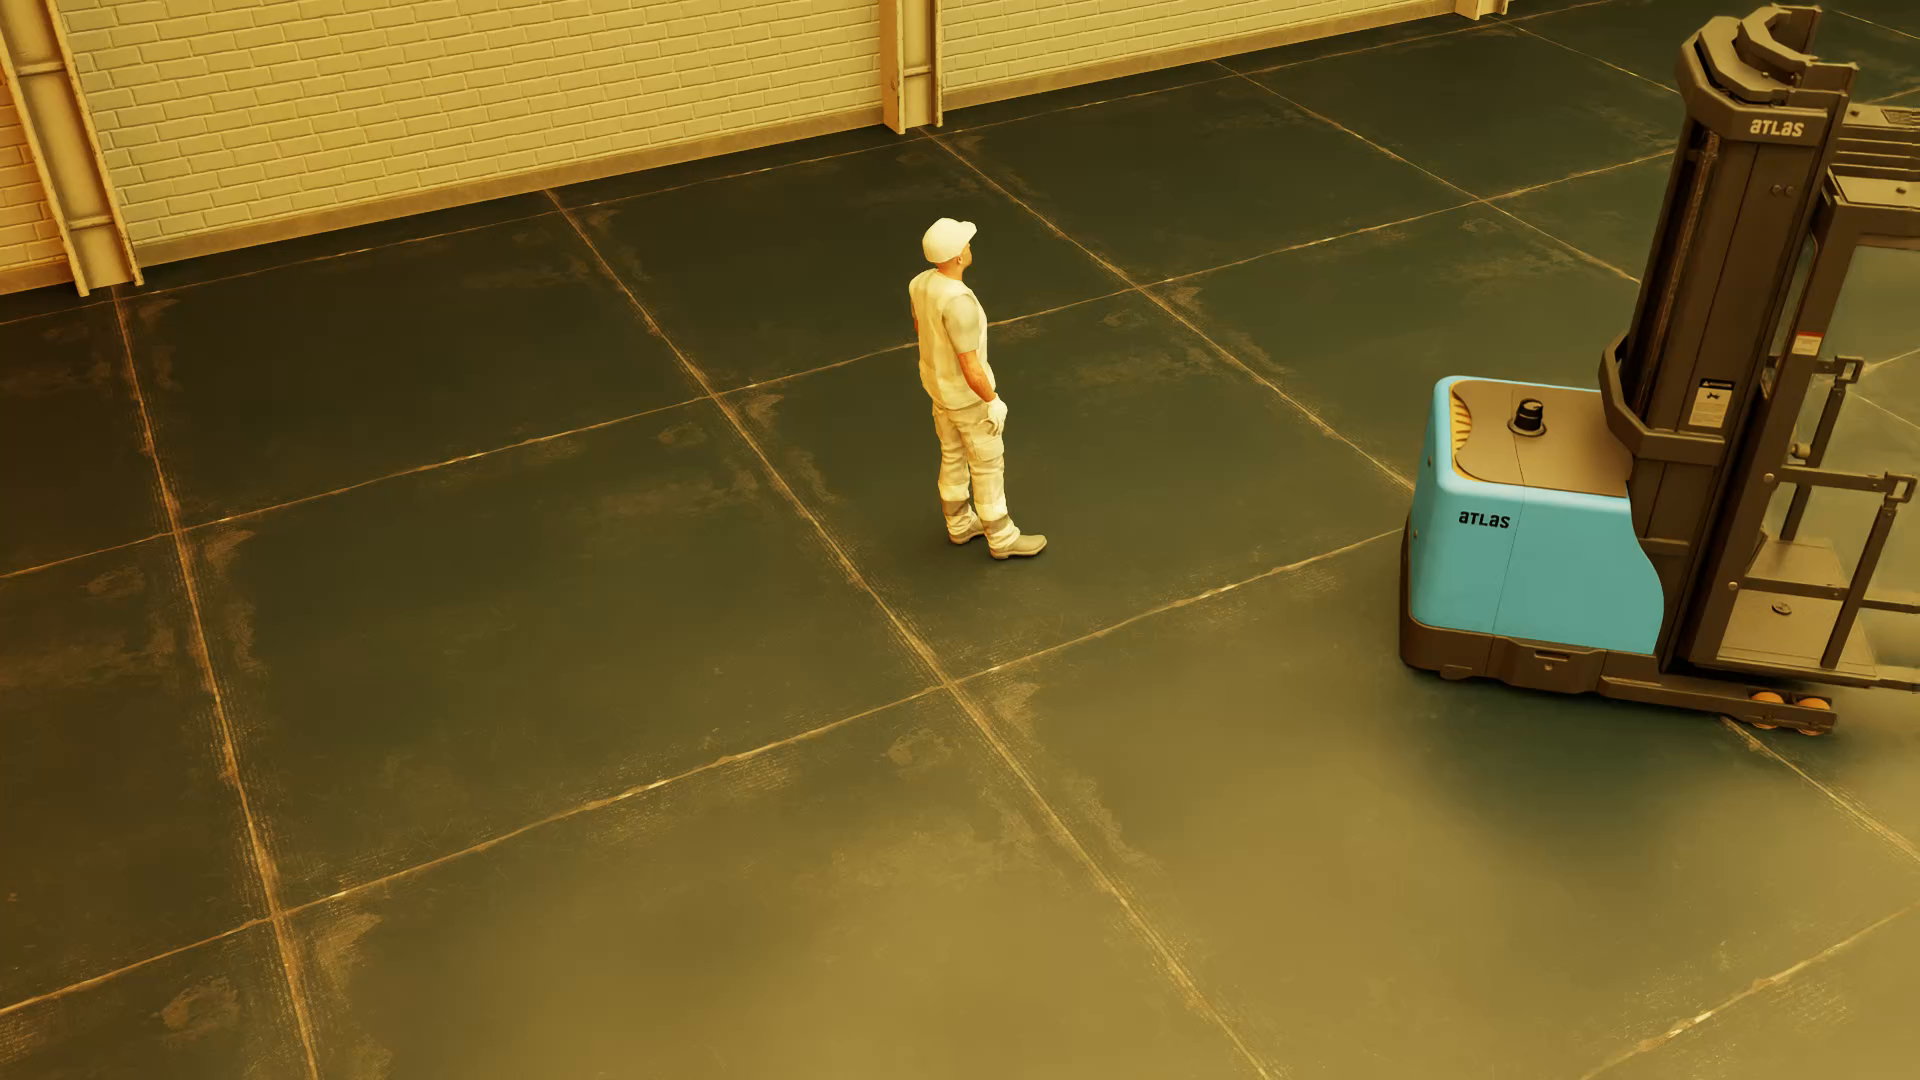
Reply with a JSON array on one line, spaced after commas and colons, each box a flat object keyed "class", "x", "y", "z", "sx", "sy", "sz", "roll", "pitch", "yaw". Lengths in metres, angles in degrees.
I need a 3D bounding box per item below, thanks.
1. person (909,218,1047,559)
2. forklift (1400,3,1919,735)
[{"class": "person", "x": 0.076, "y": -0.753, "z": 8.165, "sx": 0.562, "sy": 1.789, "sz": 0.638, "roll": -17, "pitch": 39, "yaw": -23}, {"class": "forklift", "x": 3.633, "y": -0.662, "z": 7.059, "sx": 3.031, "sy": 2.935, "sz": 1.130, "roll": 7, "pitch": 36, "yaw": 10}]
